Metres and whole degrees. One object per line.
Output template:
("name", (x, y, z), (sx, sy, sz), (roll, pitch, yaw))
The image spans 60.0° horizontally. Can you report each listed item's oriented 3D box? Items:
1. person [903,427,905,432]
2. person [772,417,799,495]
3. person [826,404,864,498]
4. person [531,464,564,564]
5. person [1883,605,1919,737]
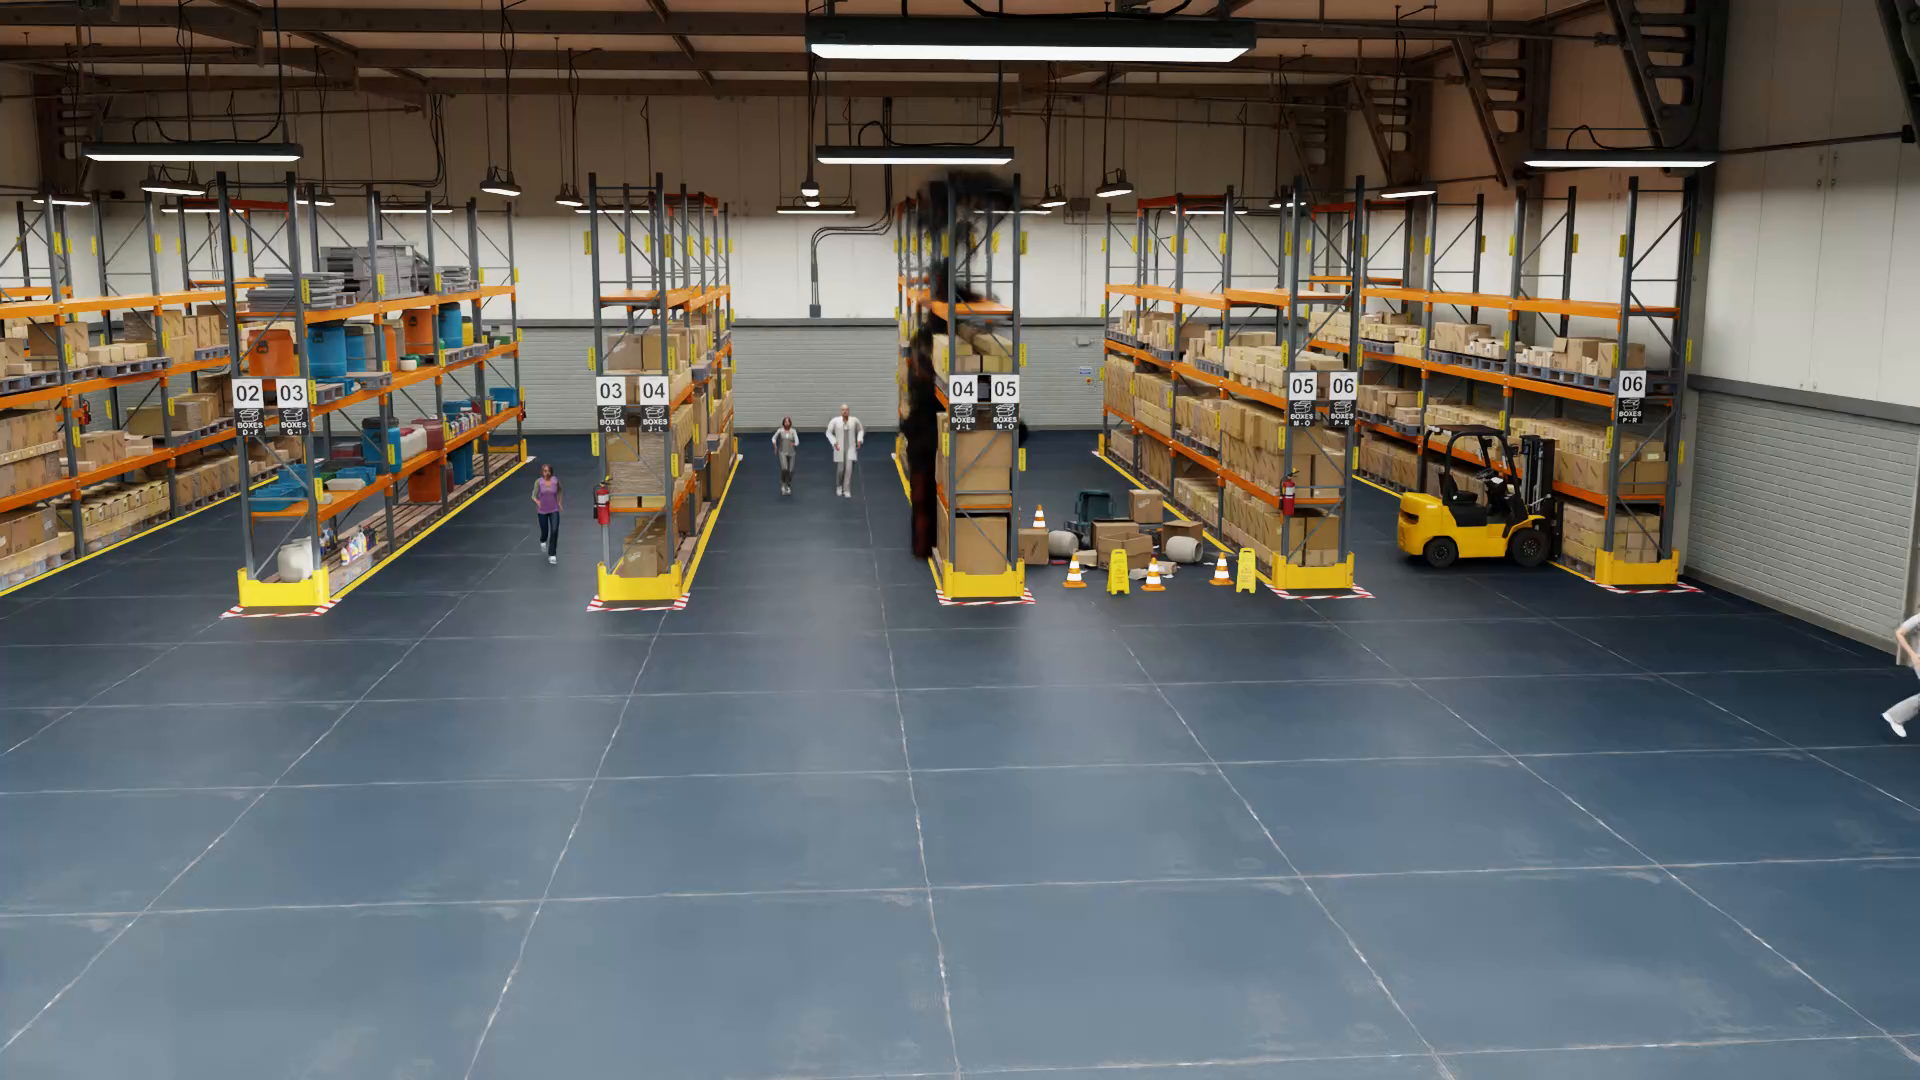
("person", (-1.127, -2.969, 40.778), (0.706, 1.724, 0.575), (-4, 11, -19))
("person", (-3.518, -1.706, 33.737), (0.506, 1.586, 0.656), (-3, 10, -17))
("person", (-2.186, -1.711, 31.827), (0.738, 1.778, 0.717), (-2, 10, -9))
("person", (-6.617, -0.450, 26.714), (0.525, 1.582, 0.817), (-4, 11, -20))
("person", (9.652, 1.288, 16.548), (0.564, 1.624, 0.969), (-5, 11, -25))
